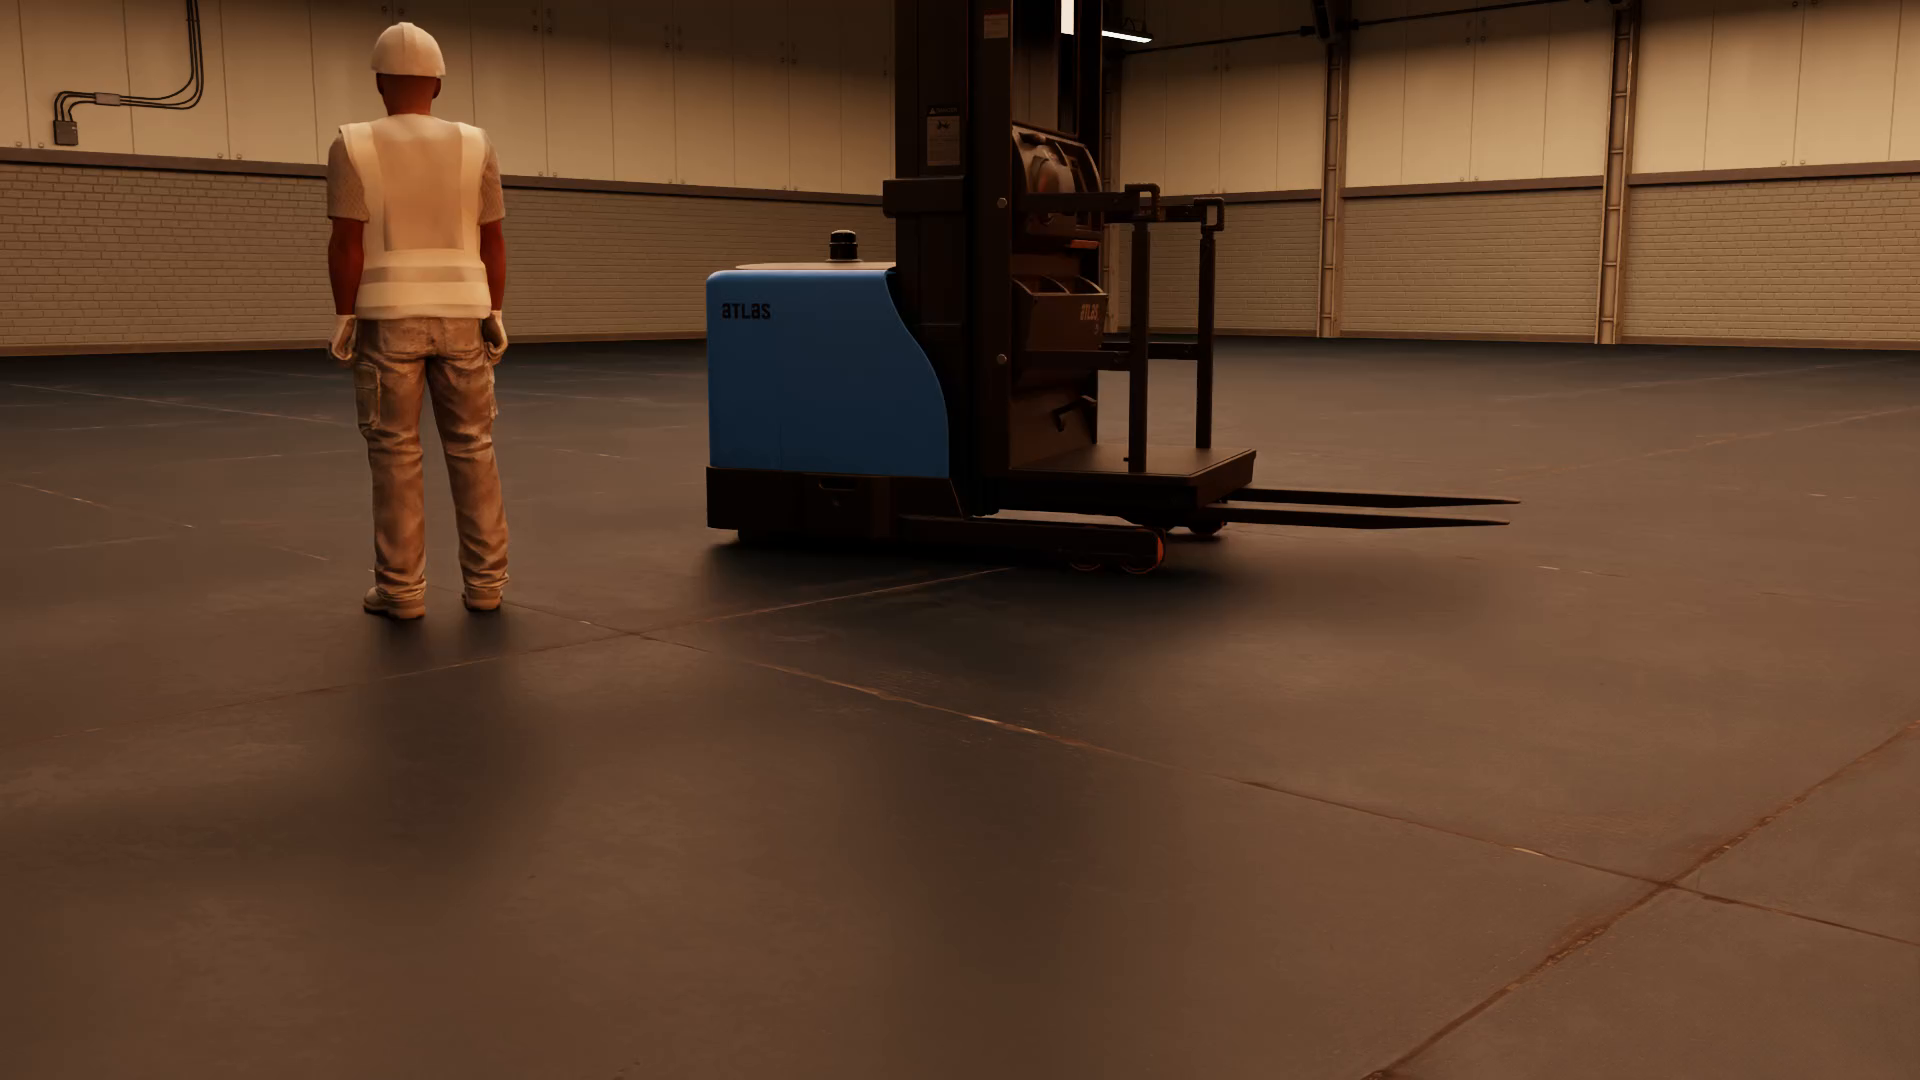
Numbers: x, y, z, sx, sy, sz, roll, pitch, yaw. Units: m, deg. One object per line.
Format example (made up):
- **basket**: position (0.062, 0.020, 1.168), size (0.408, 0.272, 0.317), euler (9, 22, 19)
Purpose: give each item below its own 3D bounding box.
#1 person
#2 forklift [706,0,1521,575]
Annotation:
- **person**: position (-1.671, -0.663, 5.122), size (0.540, 1.789, 0.379), euler (-5, 10, -32)
- **forklift**: position (0.565, -1.416, 6.275), size (3.031, 2.935, 1.130), euler (3, 9, 22)
